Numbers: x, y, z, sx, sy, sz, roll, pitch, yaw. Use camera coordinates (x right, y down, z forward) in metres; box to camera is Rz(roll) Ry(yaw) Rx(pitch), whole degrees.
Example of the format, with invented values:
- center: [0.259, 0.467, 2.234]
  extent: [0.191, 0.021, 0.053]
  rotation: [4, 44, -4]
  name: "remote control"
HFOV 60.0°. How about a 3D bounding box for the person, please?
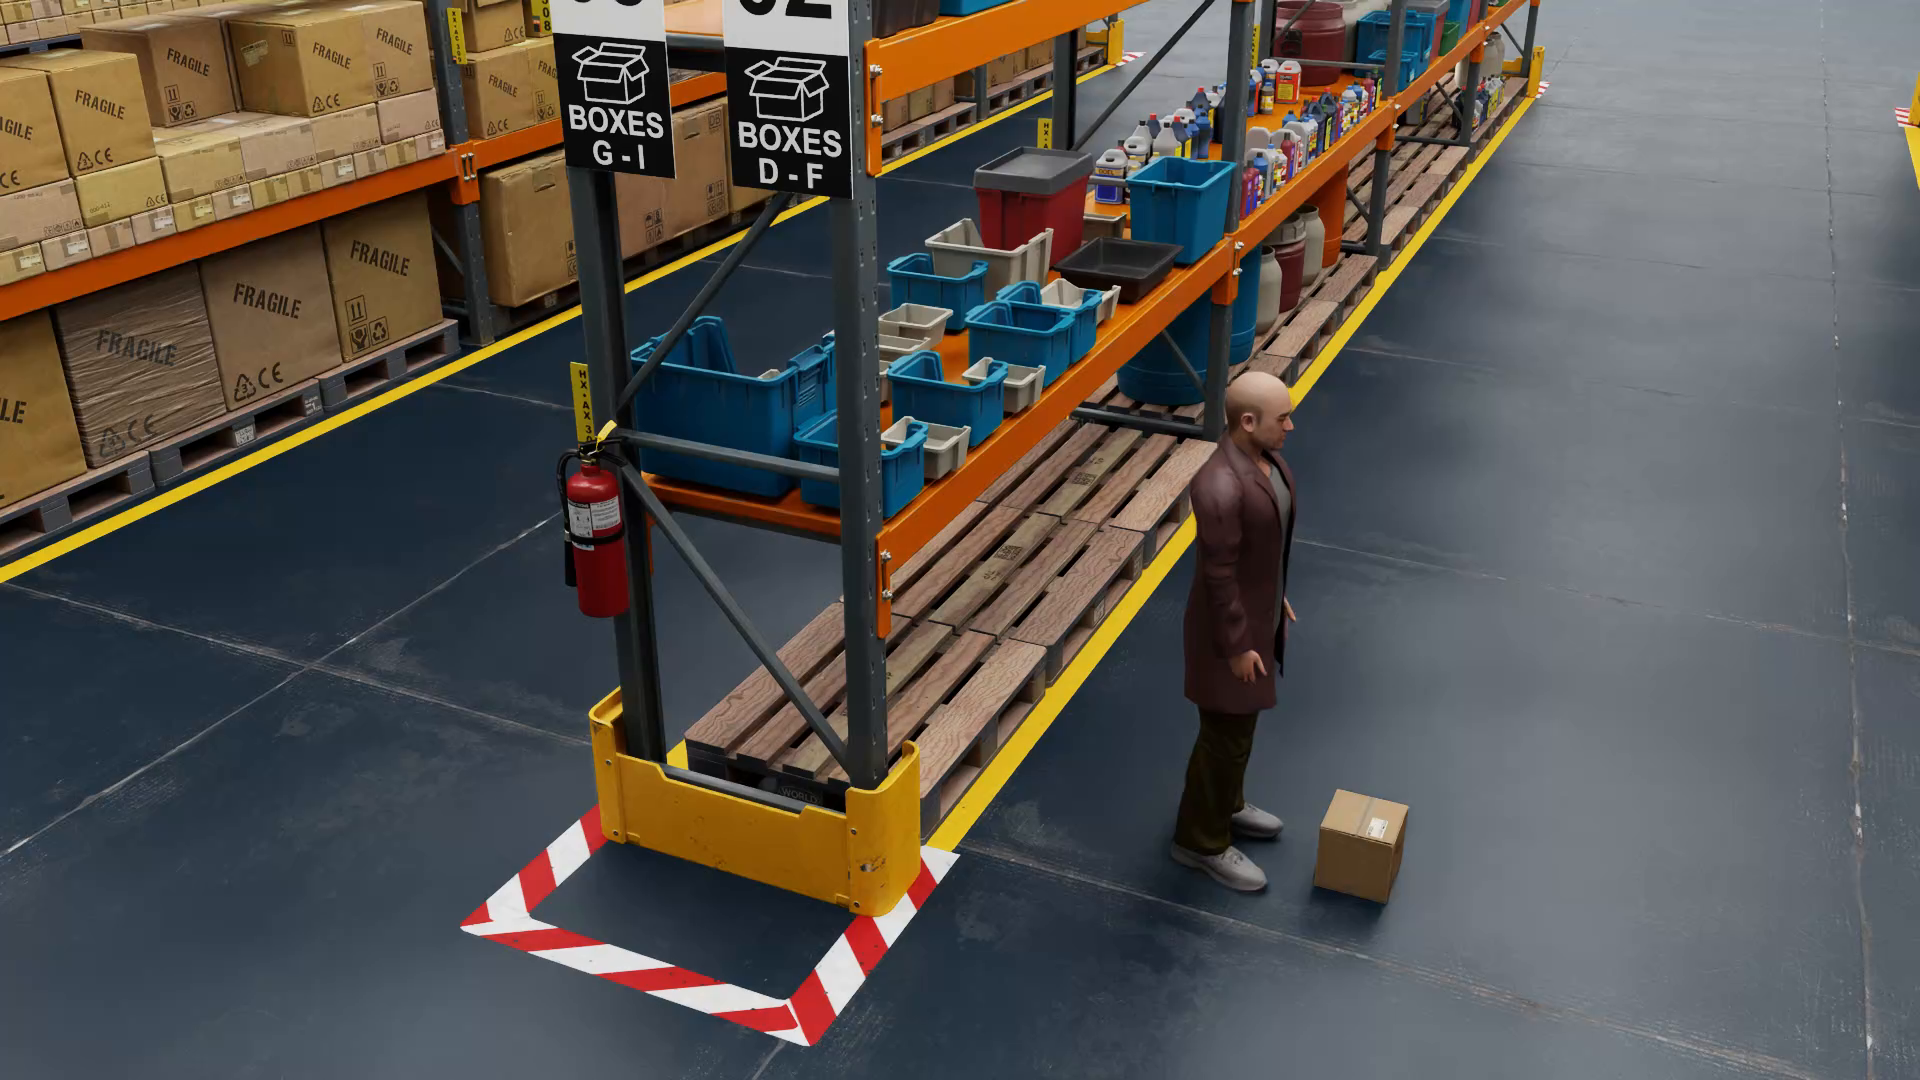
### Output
- center: [0.961, 0.287, 5.600]
  extent: [0.410, 1.788, 0.565]
  rotation: [12, 28, 23]
  name: "person"
